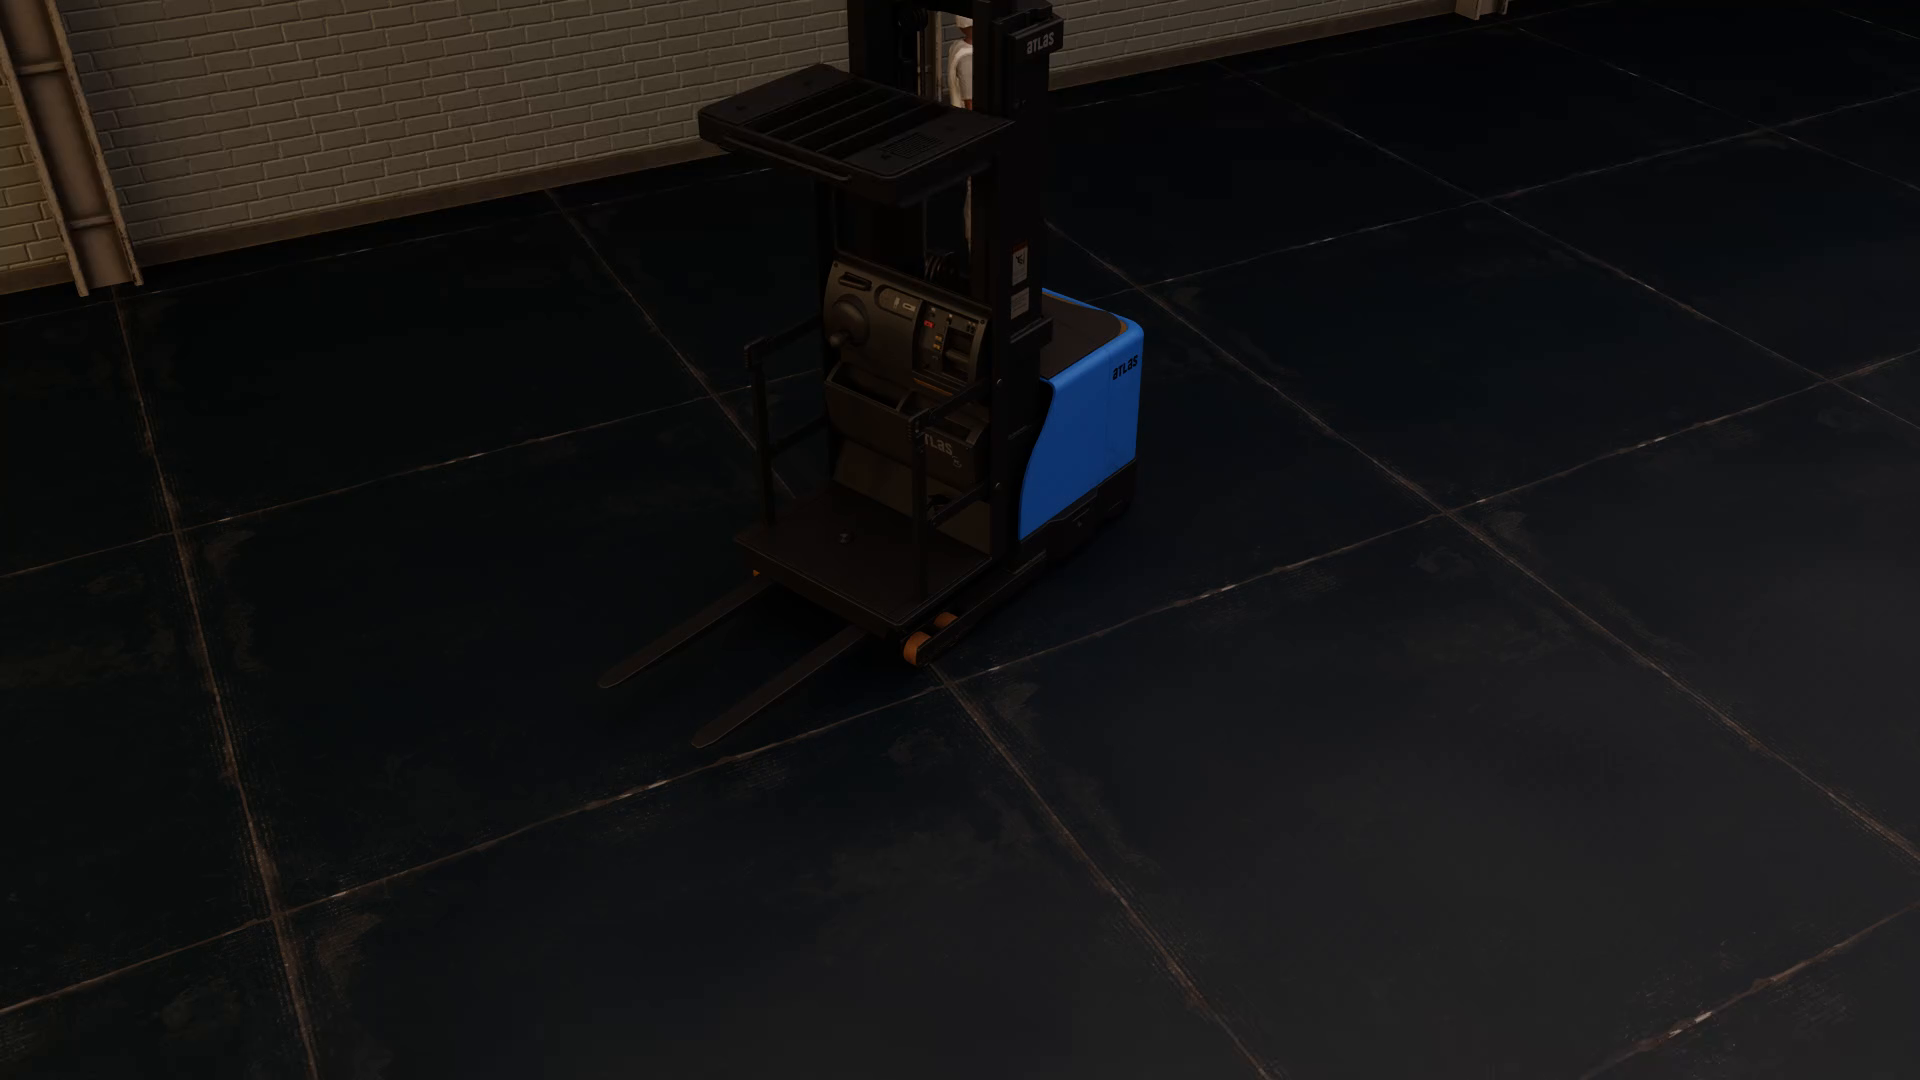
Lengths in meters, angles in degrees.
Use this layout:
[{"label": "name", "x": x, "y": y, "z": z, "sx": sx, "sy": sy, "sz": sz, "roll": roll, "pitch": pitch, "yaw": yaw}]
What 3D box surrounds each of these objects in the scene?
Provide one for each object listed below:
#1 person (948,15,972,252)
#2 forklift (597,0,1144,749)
[{"label": "person", "x": 0.211, "y": -2.632, "z": 10.829, "sx": 0.576, "sy": 1.785, "sz": 0.656, "roll": -4, "pitch": 35, "yaw": -6}, {"label": "forklift", "x": -0.390, "y": -0.927, "z": 7.434, "sx": 1.130, "sy": 2.935, "sz": 3.031, "roll": 26, "pitch": 43, "yaw": 31}]
